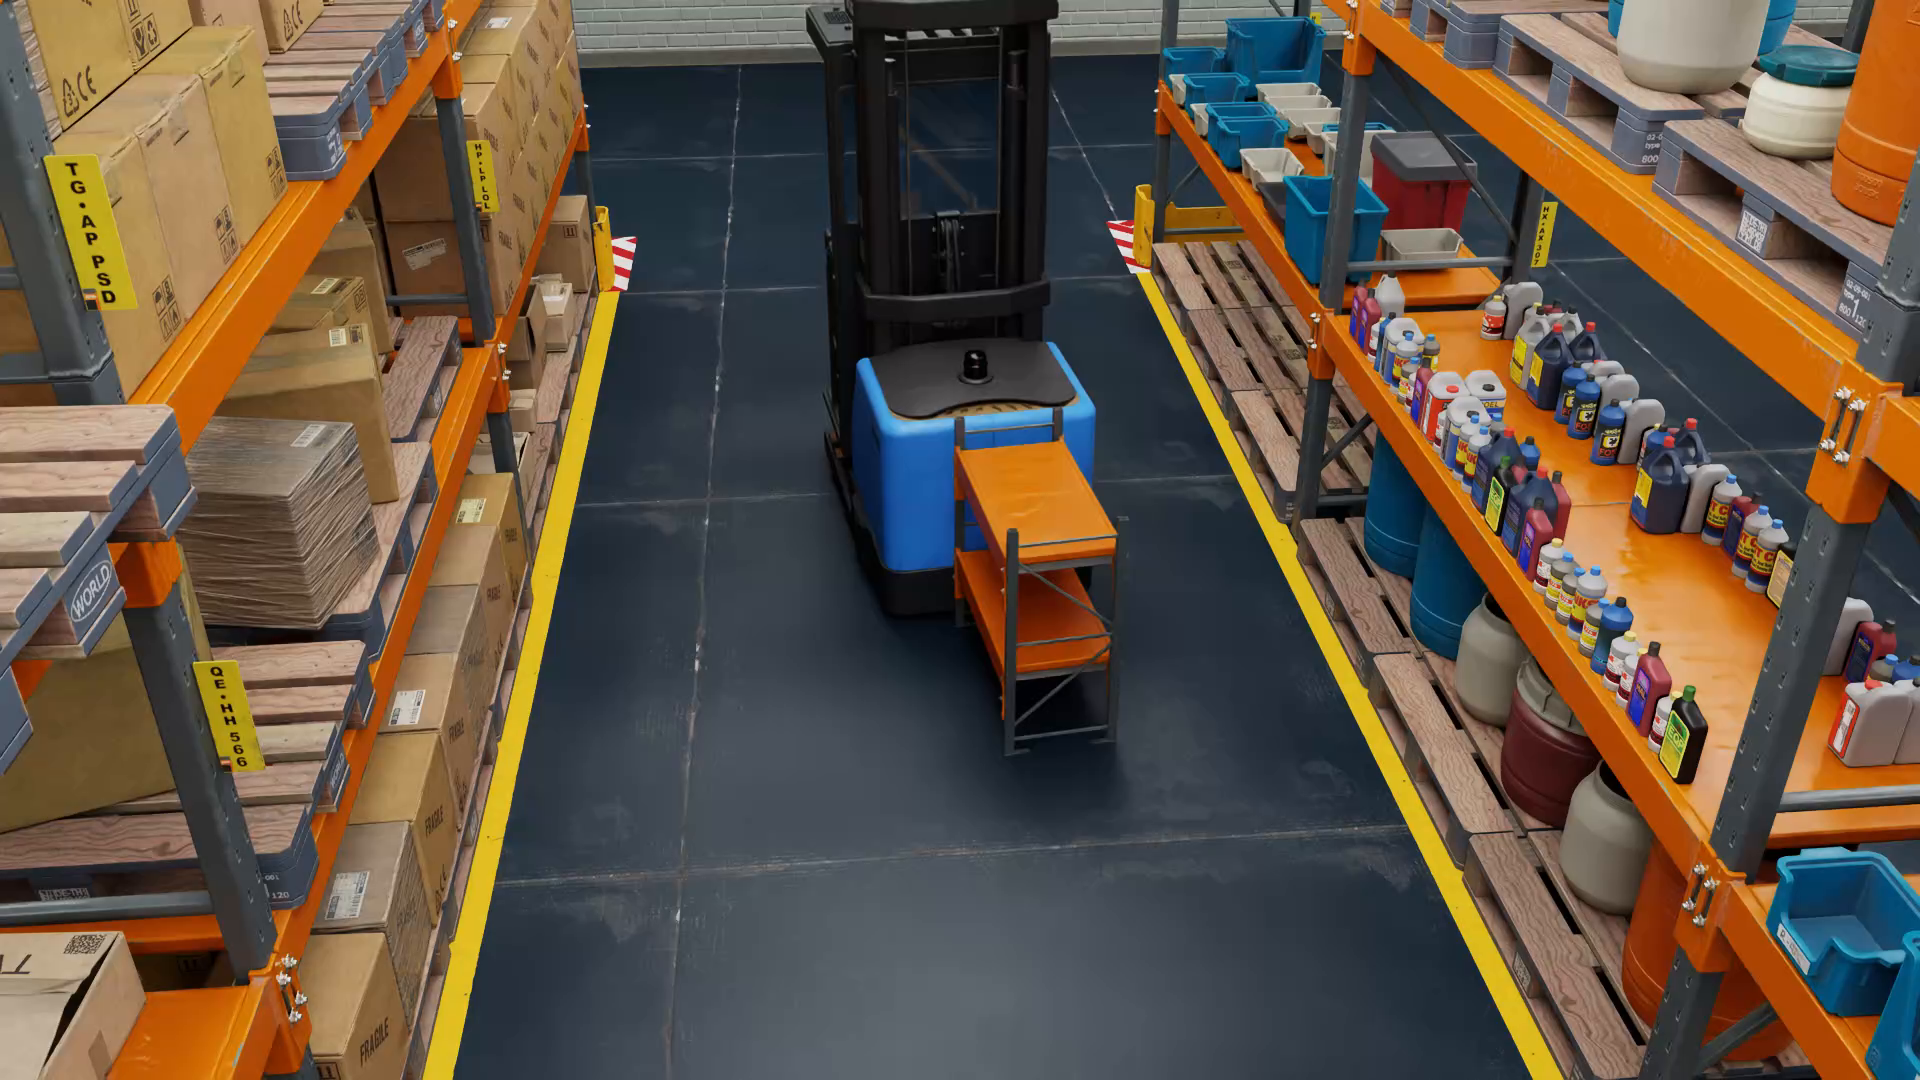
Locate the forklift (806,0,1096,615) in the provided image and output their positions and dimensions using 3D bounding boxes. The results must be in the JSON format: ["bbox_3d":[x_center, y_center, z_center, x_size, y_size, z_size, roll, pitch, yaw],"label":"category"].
[{"bbox_3d":[-0.158,-1.641,8.639,1.130,2.935,3.031,-6,31,-10],"label":"forklift"}]

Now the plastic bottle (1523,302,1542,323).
[{"bbox_3d":[2.654,-0.998,7.690,0.097,0.201,0.097,0,31,0],"label":"plastic bottle"}]

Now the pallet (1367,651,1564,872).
[{"bbox_3d":[2.405,0.890,7.054,1.003,0.211,1.213,-3,31,-5],"label":"pallet"}]

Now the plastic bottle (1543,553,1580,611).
[{"bbox_3d":[2.099,0.138,5.787,0.097,0.201,0.097,0,31,0],"label":"plastic bottle"}]

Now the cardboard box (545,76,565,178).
[{"bbox_3d":[-2.643,-2.442,9.815,0.500,0.500,0.500,-3,31,-4],"label":"cardboard box"}]

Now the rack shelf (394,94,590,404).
[{"bbox_3d":[-2.862,-1.804,9.547,1.077,0.370,4.000,-3,31,-5],"label":"rack shelf"}]

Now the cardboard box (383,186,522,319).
[{"bbox_3d":[-2.452,-1.408,8.085,0.500,0.500,0.500,-2,31,-3],"label":"cardboard box"}]

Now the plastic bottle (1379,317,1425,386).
[{"bbox_3d":[1.955,-0.833,7.340,0.152,0.276,0.135,-3,31,-5],"label":"plastic bottle"}]

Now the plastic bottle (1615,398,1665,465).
[{"bbox_3d":[2.731,-0.457,6.711,0.152,0.276,0.135,-3,31,-5],"label":"plastic bottle"}]

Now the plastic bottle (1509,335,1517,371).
[{"bbox_3d":[2.527,-0.854,7.449,0.097,0.201,0.097,0,31,0],"label":"plastic bottle"}]

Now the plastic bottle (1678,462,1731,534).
[{"bbox_3d":[2.782,-0.176,6.241,0.152,0.276,0.135,-3,31,-5],"label":"plastic bottle"}]

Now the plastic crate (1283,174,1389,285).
[{"bbox_3d":[1.874,-1.568,8.407,0.392,0.384,0.575,-3,31,-5],"label":"plastic crate"}]

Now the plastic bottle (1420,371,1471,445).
[{"bbox_3d":[2.007,-0.547,6.861,0.152,0.276,0.135,-3,31,-5],"label":"plastic bottle"}]

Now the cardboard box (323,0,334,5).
[{"bbox_3d":[-2.701,-2.385,6.288,0.600,0.600,0.600,-6,31,-9],"label":"cardboard box"}]

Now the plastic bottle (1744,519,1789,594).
[{"bbox_3d":[2.851,0.051,5.865,0.097,0.271,0.097,0,31,0],"label":"plastic bottle"}]

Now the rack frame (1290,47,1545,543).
[{"bbox_3d":[2.257,-1.327,8.047,1.000,3.000,0.127,-3,31,-5],"label":"rack frame"}]

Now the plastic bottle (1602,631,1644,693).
[{"bbox_3d":[2.145,0.387,5.371,0.097,0.201,0.097,0,31,0],"label":"plastic bottle"}]

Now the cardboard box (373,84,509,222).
[{"bbox_3d":[-2.439,-1.818,7.796,0.500,0.500,0.500,-2,31,-3],"label":"cardboard box"}]

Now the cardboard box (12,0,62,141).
[{"bbox_3d":[-2.336,-1.033,3.556,0.500,0.500,0.500,-3,31,-5],"label":"cardboard box"}]

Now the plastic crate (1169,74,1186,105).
[{"bbox_3d":[1.526,-2.972,11.000,0.250,0.136,0.298,-3,31,-5],"label":"plastic crate"}]

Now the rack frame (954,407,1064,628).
[{"bbox_3d":[0.223,-0.090,7.804,0.500,1.125,0.032,-6,31,-10],"label":"rack frame"}]

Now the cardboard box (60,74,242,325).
[{"bbox_3d":[-2.423,-0.862,4.245,0.910,0.500,0.500,-3,31,-5],"label":"cardboard box"}]

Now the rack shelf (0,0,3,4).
[{"bbox_3d":[-2.115,-0.123,1.273,1.077,0.370,4.000,-3,31,-5],"label":"rack shelf"}]

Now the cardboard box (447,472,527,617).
[{"bbox_3d":[-2.344,0.031,7.782,0.500,0.500,0.500,-3,31,-5],"label":"cardboard box"}]

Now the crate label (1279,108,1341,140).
[{"bbox_3d":[2.203,-2.585,10.351,0.396,0.136,0.243,-3,31,-5],"label":"crate label"}]

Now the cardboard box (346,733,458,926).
[{"bbox_3d":[-2.156,1.065,6.050,0.500,0.500,0.500,-3,31,-5],"label":"cardboard box"}]

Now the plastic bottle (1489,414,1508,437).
[{"bbox_3d":[2.151,-0.412,6.708,0.097,0.201,0.097,0,31,0],"label":"plastic bottle"}]

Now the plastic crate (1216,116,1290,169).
[{"bbox_3d":[1.729,-2.356,9.874,0.416,0.233,0.300,-3,31,-5],"label":"plastic crate"}]

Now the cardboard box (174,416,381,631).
[{"bbox_3d":[-2.368,-0.065,5.427,0.700,0.500,0.500,3,31,5],"label":"cardboard box"}]

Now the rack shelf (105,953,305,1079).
[{"bbox_3d":[-2.115,2.280,2.709,1.077,0.370,4.000,-3,31,-5],"label":"rack shelf"}]

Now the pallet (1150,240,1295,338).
[{"bbox_3d":[1.922,-1.749,11.473,1.003,0.211,1.213,-3,31,-5],"label":"pallet"}]

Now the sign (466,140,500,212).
[{"bbox_3d":[-2.123,-1.617,7.403,0.100,0.325,0.005,-3,31,-5],"label":"sign"}]

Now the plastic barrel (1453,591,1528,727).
[{"bbox_3d":[2.321,0.493,7.016,0.421,0.512,0.421,0,31,0],"label":"plastic barrel"}]

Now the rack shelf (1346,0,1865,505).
[{"bbox_3d":[2.444,-1.285,5.753,1.077,0.370,4.000,-3,31,-5],"label":"rack shelf"}]

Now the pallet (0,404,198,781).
[{"bbox_3d":[-2.149,0.086,2.940,1.213,0.211,1.003,-1,31,-2],"label":"pallet"}]

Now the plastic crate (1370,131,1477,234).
[{"bbox_3d":[2.423,-1.848,8.798,0.402,0.464,0.583,-3,31,-5],"label":"plastic crate"}]

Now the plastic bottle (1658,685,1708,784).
[{"bbox_3d":[2.168,0.579,4.969,0.061,0.283,0.133,-3,31,-5],"label":"plastic bottle"}]

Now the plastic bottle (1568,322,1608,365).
[{"bbox_3d":[2.686,-0.758,7.142,0.144,0.351,0.185,-3,31,-5],"label":"plastic bottle"}]

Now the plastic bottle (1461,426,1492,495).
[{"bbox_3d":[2.022,-0.316,6.479,0.097,0.271,0.097,0,31,0],"label":"plastic bottle"}]

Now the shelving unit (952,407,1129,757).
[{"bbox_3d":[0.328,0.165,7.377,0.538,1.125,1.048,-6,31,-10],"label":"shelving unit"}]

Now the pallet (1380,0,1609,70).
[{"bbox_3d":[2.427,-2.138,6.664,1.213,0.211,1.003,-3,31,-5],"label":"pallet"}]

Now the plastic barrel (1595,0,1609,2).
[{"bbox_3d":[2.544,-2.420,6.358,0.600,0.588,0.600,0,31,0],"label":"plastic barrel"}]

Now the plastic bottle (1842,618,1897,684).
[{"bbox_3d":[2.927,0.359,5.338,0.061,0.283,0.133,-3,31,-5],"label":"plastic bottle"}]

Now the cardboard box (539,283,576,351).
[{"bbox_3d":[-2.694,-1.390,10.405,0.500,0.250,0.500,-3,31,-5],"label":"cardboard box"}]

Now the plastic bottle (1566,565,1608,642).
[{"bbox_3d":[2.117,0.208,5.602,0.097,0.271,0.097,0,31,0],"label":"plastic bottle"}]

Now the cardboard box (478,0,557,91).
[{"bbox_3d":[-2.632,-2.870,9.557,0.500,0.500,0.500,-2,31,-3],"label":"cardboard box"}]

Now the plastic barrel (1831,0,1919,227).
[{"bbox_3d":[2.580,-1.227,4.126,0.600,0.830,0.708,-3,31,-5],"label":"plastic barrel"}]

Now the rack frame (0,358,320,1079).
[{"bbox_3d":[-2.301,0.950,4.234,1.000,3.000,0.127,-3,31,-5],"label":"rack frame"}]

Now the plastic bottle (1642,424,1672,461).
[{"bbox_3d":[2.721,-0.326,6.496,0.097,0.271,0.097,0,31,0],"label":"plastic bottle"}]

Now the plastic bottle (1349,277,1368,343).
[{"bbox_3d":[1.866,-1.069,7.729,0.061,0.283,0.133,-3,31,-5],"label":"plastic bottle"}]

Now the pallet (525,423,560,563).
[{"bbox_3d":[-2.738,-0.245,8.955,1.003,0.211,1.213,-3,31,-5],"label":"pallet"}]

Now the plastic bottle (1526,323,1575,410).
[{"bbox_3d":[2.542,-0.751,7.130,0.144,0.351,0.185,-3,31,-5],"label":"plastic bottle"}]
